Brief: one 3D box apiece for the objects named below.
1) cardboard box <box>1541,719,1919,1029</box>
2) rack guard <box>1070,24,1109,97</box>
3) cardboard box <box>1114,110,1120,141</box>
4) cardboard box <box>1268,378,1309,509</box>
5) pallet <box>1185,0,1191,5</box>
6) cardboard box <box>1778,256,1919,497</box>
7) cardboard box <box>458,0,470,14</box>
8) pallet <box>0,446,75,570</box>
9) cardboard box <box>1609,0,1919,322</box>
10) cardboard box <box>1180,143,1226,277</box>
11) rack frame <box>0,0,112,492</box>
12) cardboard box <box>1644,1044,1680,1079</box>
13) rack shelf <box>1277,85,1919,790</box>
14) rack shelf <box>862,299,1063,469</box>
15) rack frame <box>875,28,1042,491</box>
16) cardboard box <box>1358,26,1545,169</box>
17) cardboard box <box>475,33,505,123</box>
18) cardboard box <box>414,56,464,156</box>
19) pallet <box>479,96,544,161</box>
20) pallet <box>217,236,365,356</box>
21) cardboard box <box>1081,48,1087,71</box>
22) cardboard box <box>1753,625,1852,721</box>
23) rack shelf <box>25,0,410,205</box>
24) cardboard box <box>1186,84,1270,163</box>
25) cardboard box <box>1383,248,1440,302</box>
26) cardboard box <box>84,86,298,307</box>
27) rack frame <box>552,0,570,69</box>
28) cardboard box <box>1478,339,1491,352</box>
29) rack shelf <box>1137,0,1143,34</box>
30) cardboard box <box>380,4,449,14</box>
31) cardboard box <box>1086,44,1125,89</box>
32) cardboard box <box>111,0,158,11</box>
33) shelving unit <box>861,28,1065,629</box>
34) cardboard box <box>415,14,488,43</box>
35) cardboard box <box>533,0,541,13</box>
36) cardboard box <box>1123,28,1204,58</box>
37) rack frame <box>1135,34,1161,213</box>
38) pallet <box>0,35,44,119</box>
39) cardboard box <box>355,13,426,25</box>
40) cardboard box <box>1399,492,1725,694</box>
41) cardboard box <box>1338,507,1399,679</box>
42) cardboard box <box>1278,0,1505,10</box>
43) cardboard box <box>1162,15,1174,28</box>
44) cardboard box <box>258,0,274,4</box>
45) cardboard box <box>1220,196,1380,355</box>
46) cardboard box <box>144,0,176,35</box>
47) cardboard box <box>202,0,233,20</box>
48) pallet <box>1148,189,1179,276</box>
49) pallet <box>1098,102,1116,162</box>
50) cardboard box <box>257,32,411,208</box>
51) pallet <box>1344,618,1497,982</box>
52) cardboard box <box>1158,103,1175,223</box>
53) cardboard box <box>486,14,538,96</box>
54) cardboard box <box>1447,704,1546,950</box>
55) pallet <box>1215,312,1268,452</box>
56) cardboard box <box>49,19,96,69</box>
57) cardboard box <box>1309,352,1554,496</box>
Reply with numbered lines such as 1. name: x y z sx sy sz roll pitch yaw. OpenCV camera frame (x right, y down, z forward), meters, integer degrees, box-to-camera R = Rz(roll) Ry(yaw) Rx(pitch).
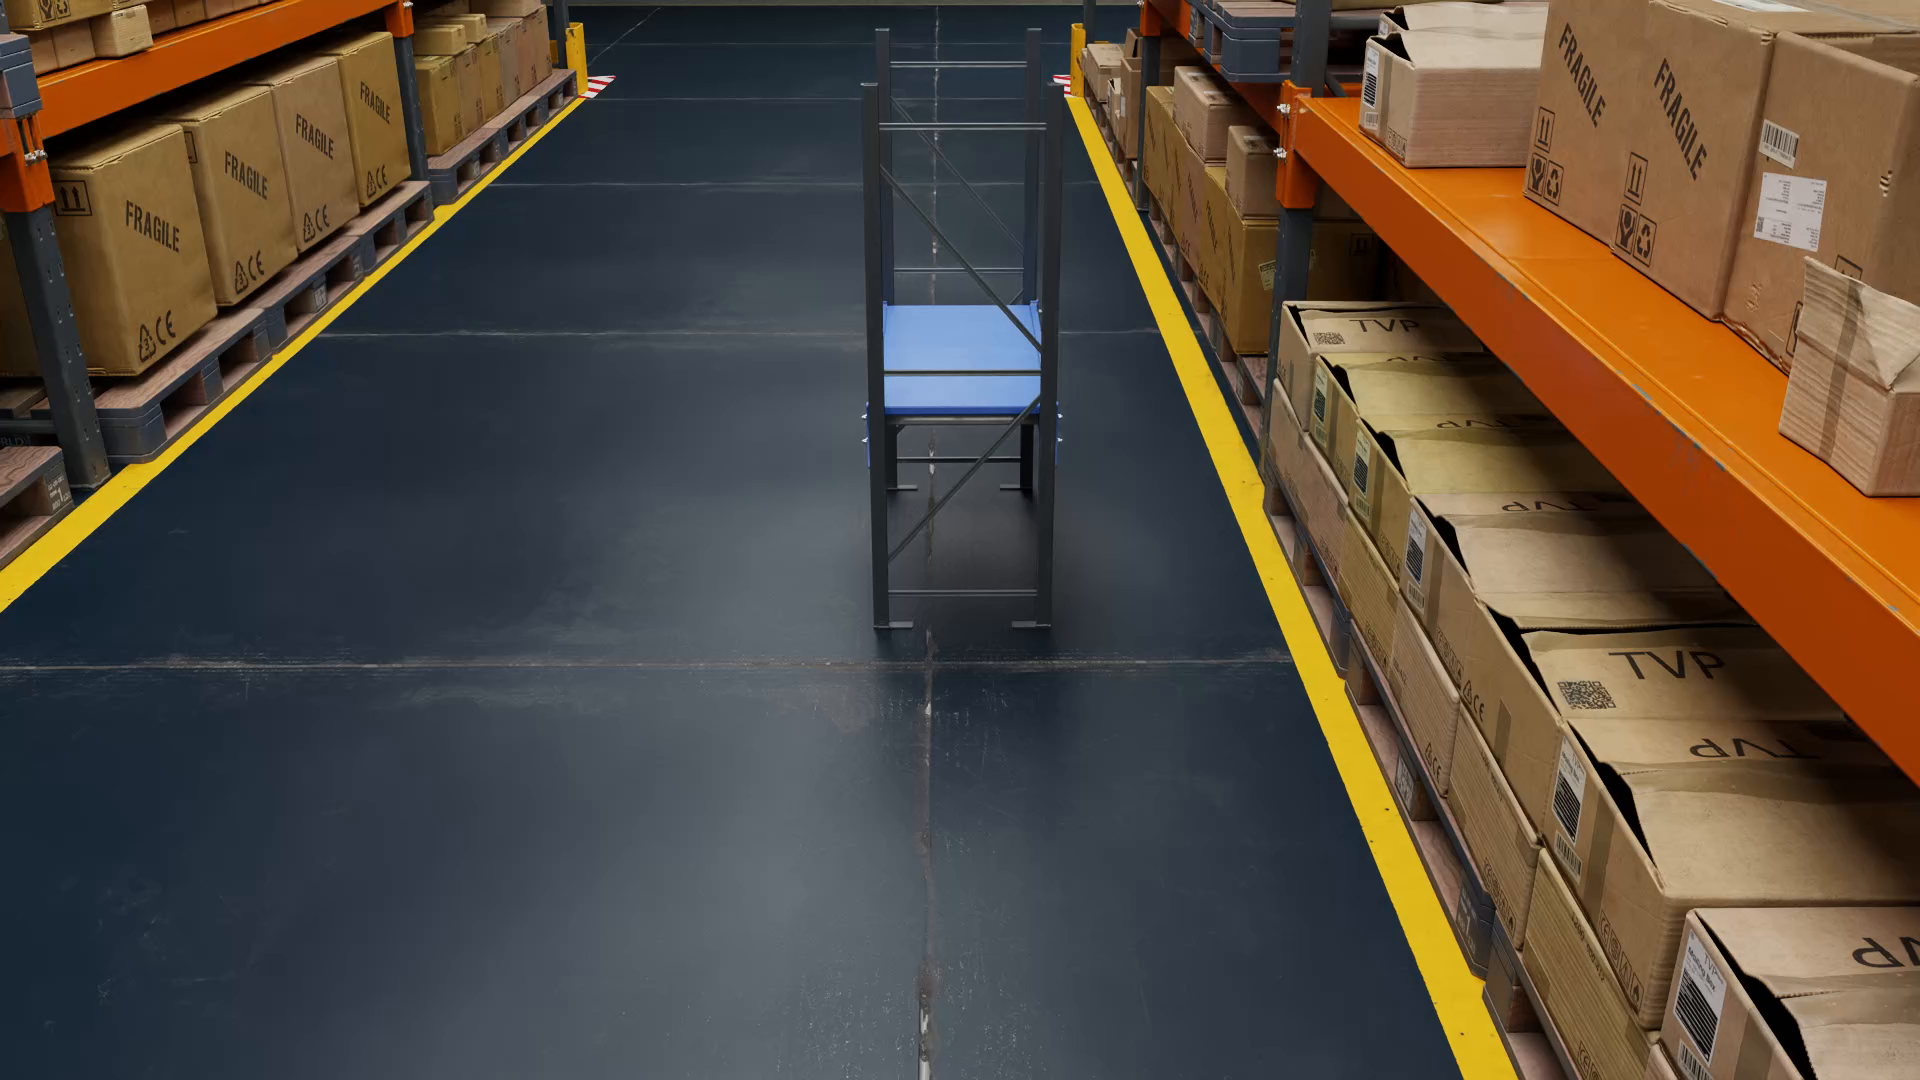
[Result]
1. cardboard box: 1.276 0.496 2.659 0.500 0.311 0.500 0 24 1
2. rack guard: 1.448 -3.704 12.833 1.175 0.500 0.348 0 24 -1
3. cardboard box: 1.137 -2.515 10.097 0.380 0.149 0.250 0 24 -1
4. cardboard box: 1.247 -0.299 5.099 0.500 0.250 0.500 0 24 -1
5. pallet: 1.509 -2.292 6.910 1.003 0.211 1.213 0 24 -1
6. cardboard box: 1.385 -0.230 2.281 0.396 0.266 0.258 -1 24 -2
7. cardboard box: -3.591 -3.649 11.415 0.380 0.149 0.250 0 24 0
8. pallet: -3.411 0.039 4.909 1.003 0.211 1.213 0 24 -1
9. cardboard box: 1.575 -0.715 3.070 0.500 0.500 0.500 0 24 0
10. cardboard box: 1.273 -1.453 7.322 0.500 0.500 0.500 -1 24 -3
11. rack frame: -3.418 -1.554 5.046 1.000 3.000 0.127 0 24 -1
12. cardboard box: 1.284 0.962 2.309 0.500 0.250 0.500 0 24 -1
13. rack shelf: 1.557 -0.426 3.425 1.077 0.370 4.000 0 24 -1
14. rack shelf: 0.001 -0.484 4.937 0.538 0.185 1.000 0 24 -1
15. rack frame: -0.005 -0.858 5.326 0.500 1.500 0.032 0 24 -1
16. cardboard box: 1.351 -1.168 4.300 0.500 0.311 0.500 -1 24 -1
17. cardboard box: -3.373 -2.982 10.727 0.700 0.500 0.500 0 24 1
18. cardboard box: -3.368 -2.563 9.801 0.700 0.500 0.500 0 24 0
19. pallet: -3.408 -2.749 11.073 1.003 0.211 1.213 0 24 -1
20. pallet: -3.362 -1.110 7.448 1.003 0.211 1.213 0 24 -1
21. cardboard box: 1.109 -3.602 12.499 0.380 0.149 0.250 0 24 -1
22. cardboard box: 1.816 0.285 3.125 0.500 0.311 0.500 -1 24 -2
23. rack shelf: -3.440 -2.050 7.016 1.077 0.370 4.000 0 24 -1
24. cardboard box: 1.270 -1.810 7.202 0.500 0.250 0.500 -1 24 -2
25. cardboard box: 1.816 -0.828 5.941 0.500 0.500 0.500 1 24 2
26. cardboard box: -3.298 -1.430 6.872 0.750 0.750 0.750 0 24 -1
27. rack frame: -3.506 -4.850 12.335 1.000 3.000 0.127 0 24 -1
28. cardboard box: 1.787 -0.557 4.988 0.500 0.311 0.500 0 24 1
29. rack shelf: 1.469 -3.722 10.713 1.077 0.370 4.000 0 24 -1
30. cardboard box: -3.584 -3.439 10.950 0.380 0.149 0.250 0 24 0
31. cardboard box: 1.175 -3.391 11.909 0.500 0.250 0.500 0 24 -1
32. cardboard box: -3.164 -2.161 5.882 0.500 0.500 0.500 1 24 1
33. shelving unit: 0.001 -0.648 4.863 0.538 1.500 1.048 0 24 -1
34. cardboard box: -3.195 -3.216 10.457 0.380 0.149 0.250 -1 24 -2
35. cardboard box: -3.214 -3.858 11.878 0.380 0.149 0.250 -1 24 -1
36. cardboard box: 1.466 -3.063 10.878 0.797 0.503 0.637 0 24 -1
37. rack frame: 1.491 -3.226 8.743 1.000 3.000 0.127 0 24 -1
38. pallet: -3.304 -1.173 4.437 1.213 0.211 1.003 0 24 -1
39. cardboard box: -3.578 -3.228 10.484 0.380 0.149 0.250 0 24 0
40. cardboard box: 1.271 0.084 3.571 0.500 0.311 0.500 -1 24 -1
41. cardboard box: 1.265 0.122 4.167 0.500 0.250 0.500 -1 24 -2
42. cardboard box: 1.415 -2.074 5.564 0.700 0.500 0.500 -9 26 -18
43. cardboard box: 1.700 -3.713 12.319 0.500 0.500 0.500 0 24 -1
44. cardboard box: -3.205 -2.435 7.275 0.380 0.149 0.250 -1 24 -2
45. cardboard box: 1.290 -1.024 6.373 0.500 0.500 0.500 1 24 2
46. cardboard box: -3.240 -2.009 6.333 0.380 0.149 0.250 0 24 1
47. cardboard box: -3.218 -2.217 6.793 0.380 0.149 0.250 0 24 0
48. pallet: 1.538 -1.620 8.577 1.003 0.211 1.213 0 24 -1
49. pallet: 1.469 -2.742 11.058 1.003 0.211 1.213 0 24 -1
50. cardboard box: -3.325 -2.147 8.456 0.750 0.750 0.750 0 24 0
51. pallet: 1.515 0.534 3.814 1.003 0.211 1.213 0 24 -1
52. cardboard box: 1.270 -1.867 8.238 0.500 0.500 0.500 0 24 0
53. cardboard box: -3.392 -3.409 11.671 0.700 0.500 0.500 0 24 -1
54. cardboard box: 1.274 0.543 3.236 0.500 0.250 0.500 0 24 1
55. pallet: 1.565 -0.615 6.354 1.003 0.211 1.213 0 24 -1
56. cardboard box: -3.184 -1.689 5.625 0.380 0.149 0.250 0 24 0
57. cardboard box: 1.261 -0.338 4.504 0.500 0.311 0.500 -1 24 -2
